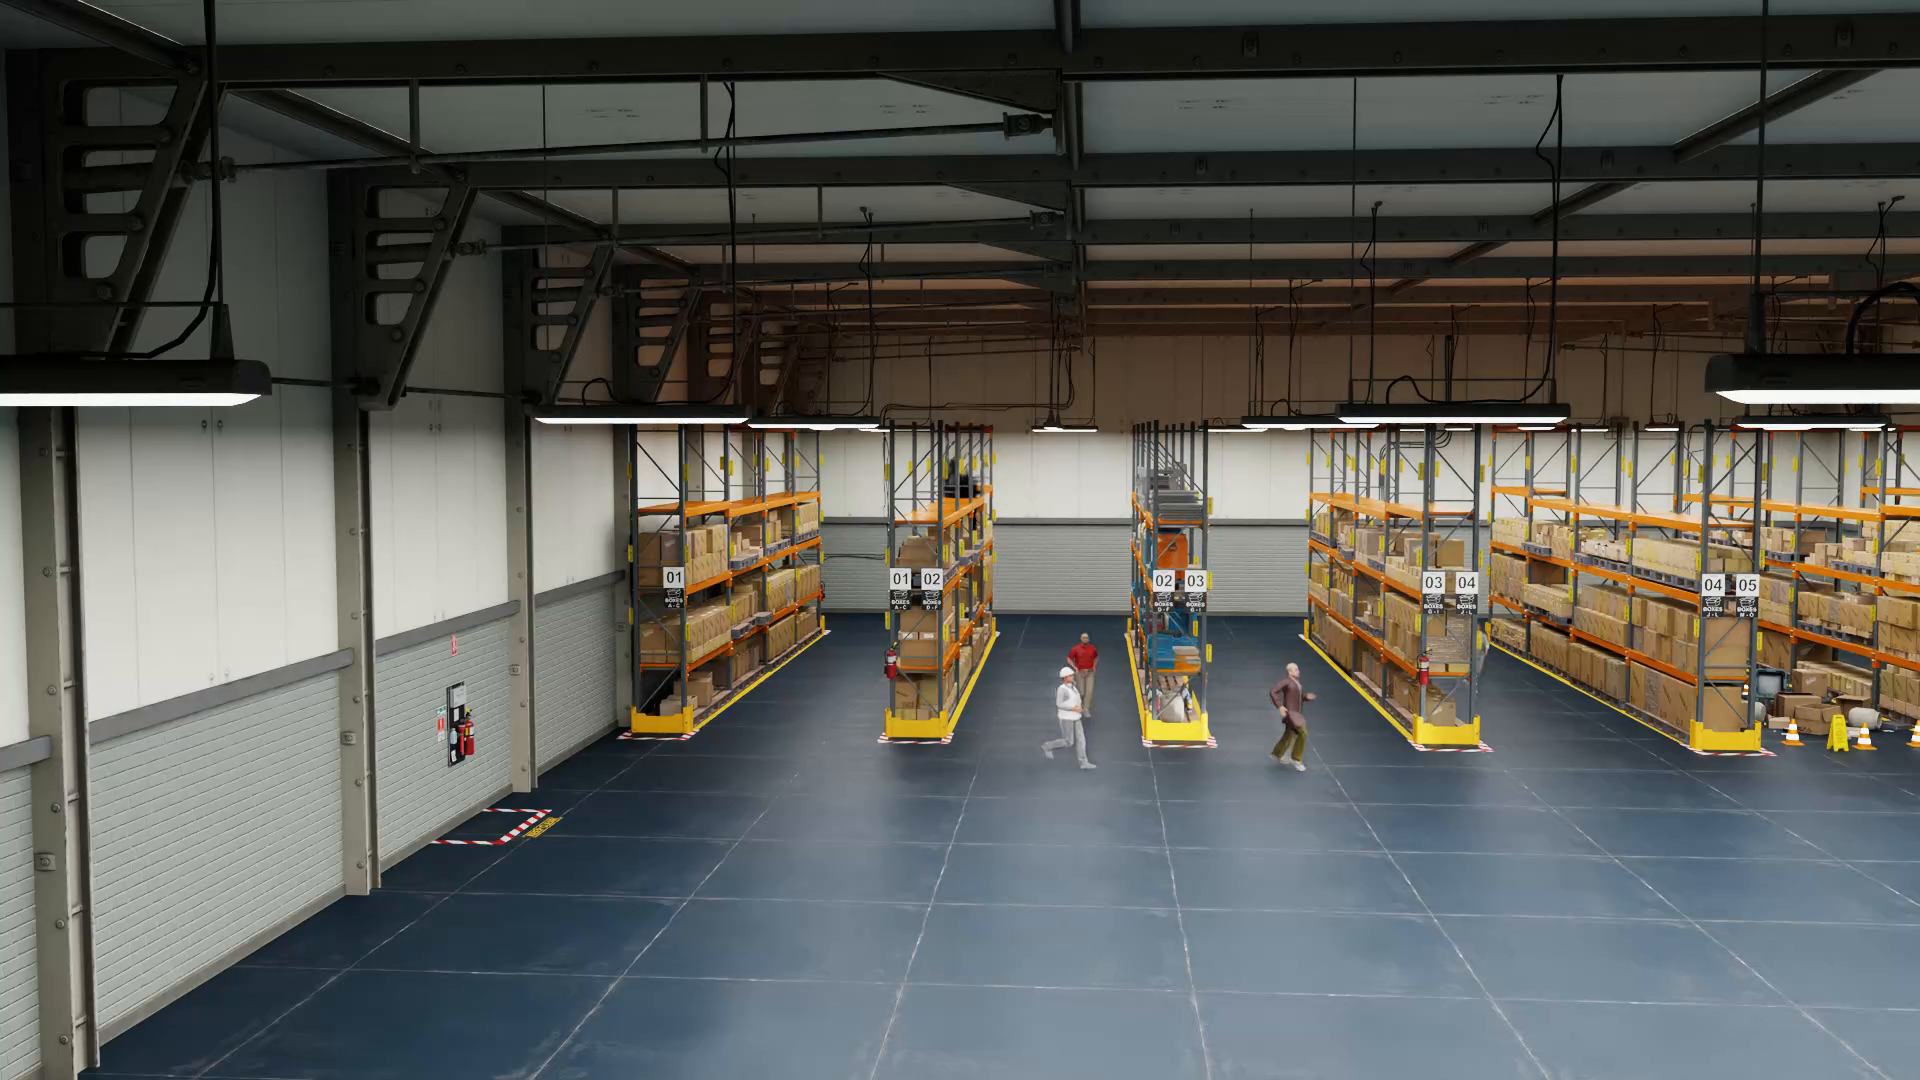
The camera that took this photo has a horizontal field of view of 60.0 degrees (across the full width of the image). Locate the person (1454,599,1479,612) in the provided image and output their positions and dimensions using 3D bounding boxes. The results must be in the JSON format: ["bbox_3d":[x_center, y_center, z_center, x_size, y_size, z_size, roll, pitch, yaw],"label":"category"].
[{"bbox_3d":[13.247,2.096,43.556,0.659,1.772,1.086,0,4,6],"label":"person"}]

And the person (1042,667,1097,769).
[{"bbox_3d":[1.897,3.047,28.471,0.984,1.743,0.677,2,4,31],"label":"person"}]

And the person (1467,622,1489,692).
[{"bbox_3d":[11.475,2.606,36.879,0.545,1.567,0.522,0,4,-1],"label":"person"}]

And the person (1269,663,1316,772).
[{"bbox_3d":[5.688,3.079,28.495,0.835,1.755,0.660,2,4,31],"label":"person"}]

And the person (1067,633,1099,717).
[{"bbox_3d":[2.525,2.737,33.832,0.680,1.676,0.783,-1,4,-13],"label":"person"}]
